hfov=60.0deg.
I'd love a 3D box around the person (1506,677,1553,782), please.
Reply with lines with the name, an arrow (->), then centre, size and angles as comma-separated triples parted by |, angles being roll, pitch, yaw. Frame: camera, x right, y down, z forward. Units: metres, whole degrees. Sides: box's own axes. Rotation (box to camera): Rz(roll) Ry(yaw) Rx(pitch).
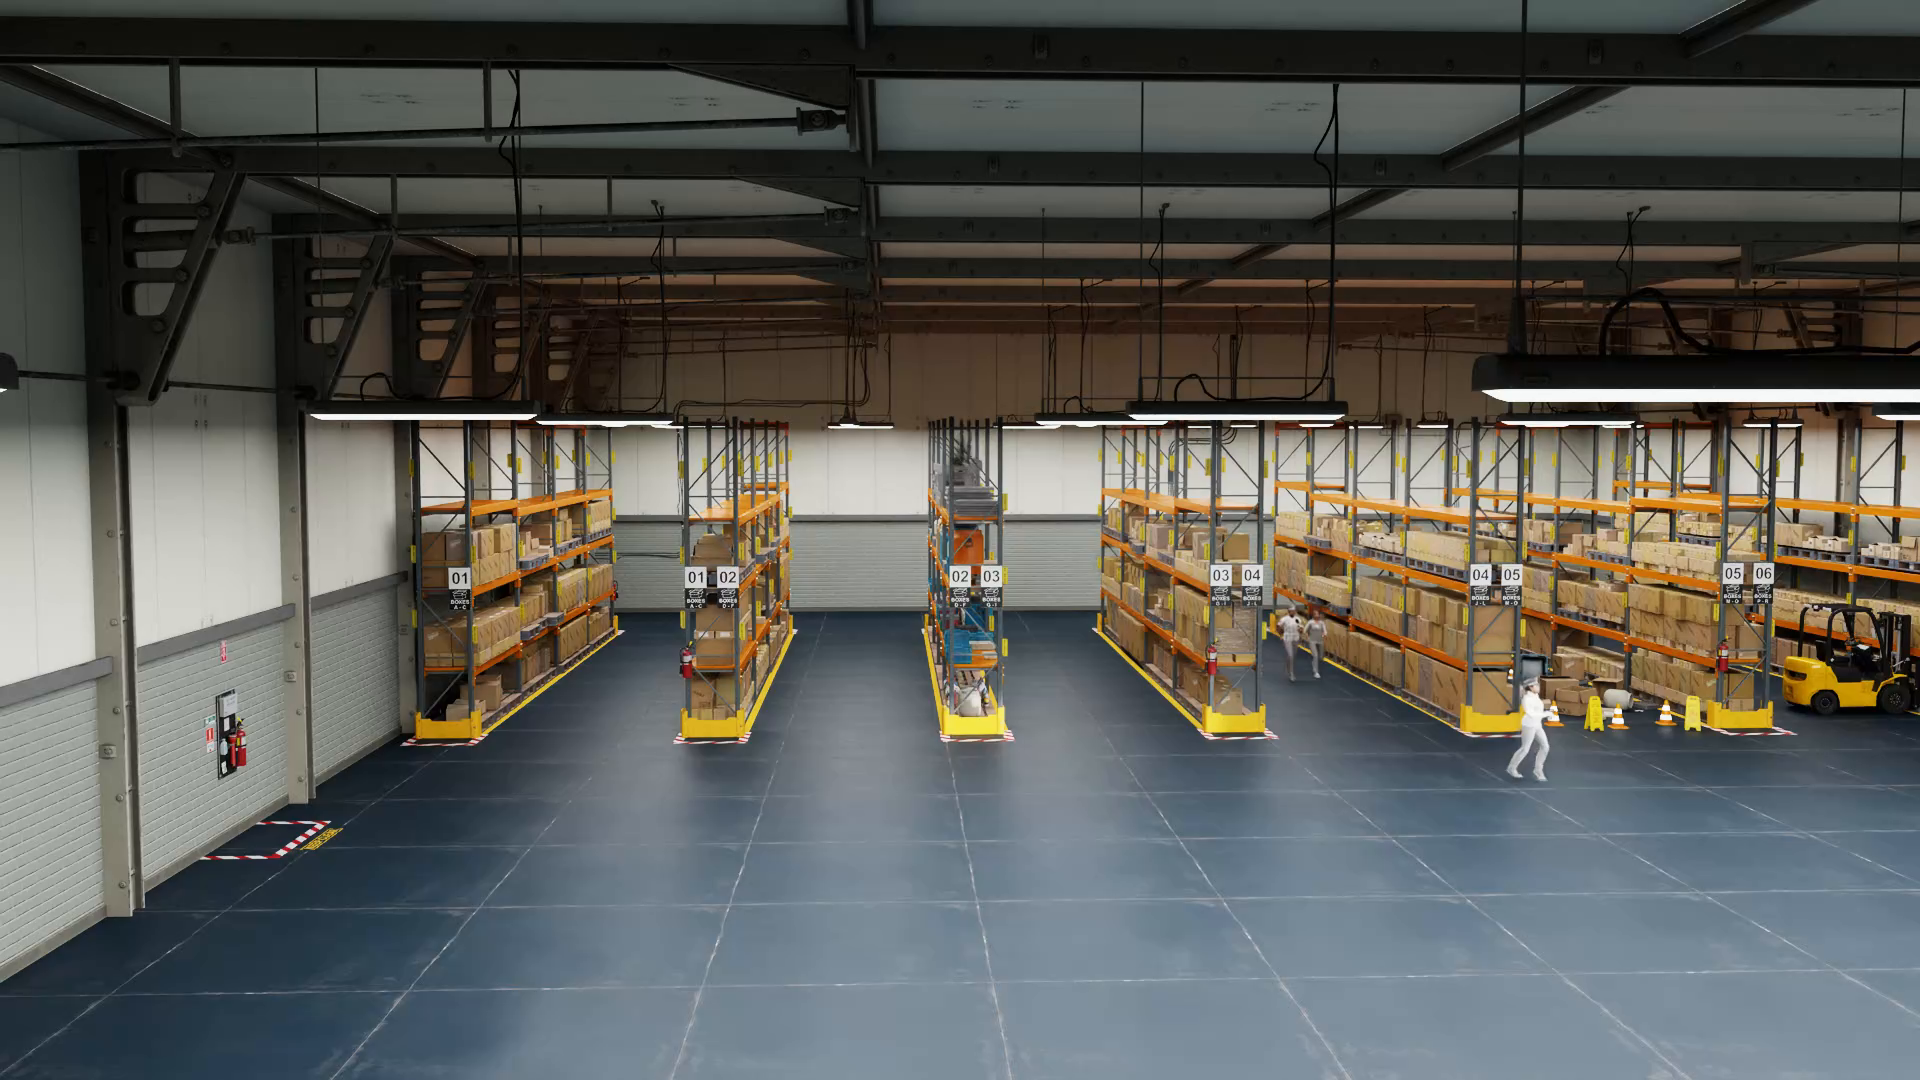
person -> 9.345, 3.102, 27.226 | 0.737, 1.755, 0.632 | 3, 5, 37

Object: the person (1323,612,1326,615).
person -> 10.958, 1.682, 49.124 | 0.851, 1.699, 0.594 | 0, 4, -7

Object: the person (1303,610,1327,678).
person -> 8.290, 2.409, 38.812 | 0.546, 1.559, 0.733 | 0, 4, -4

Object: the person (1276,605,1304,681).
person -> 7.658, 2.351, 38.486 | 0.559, 1.726, 0.869 | -1, 4, -12
